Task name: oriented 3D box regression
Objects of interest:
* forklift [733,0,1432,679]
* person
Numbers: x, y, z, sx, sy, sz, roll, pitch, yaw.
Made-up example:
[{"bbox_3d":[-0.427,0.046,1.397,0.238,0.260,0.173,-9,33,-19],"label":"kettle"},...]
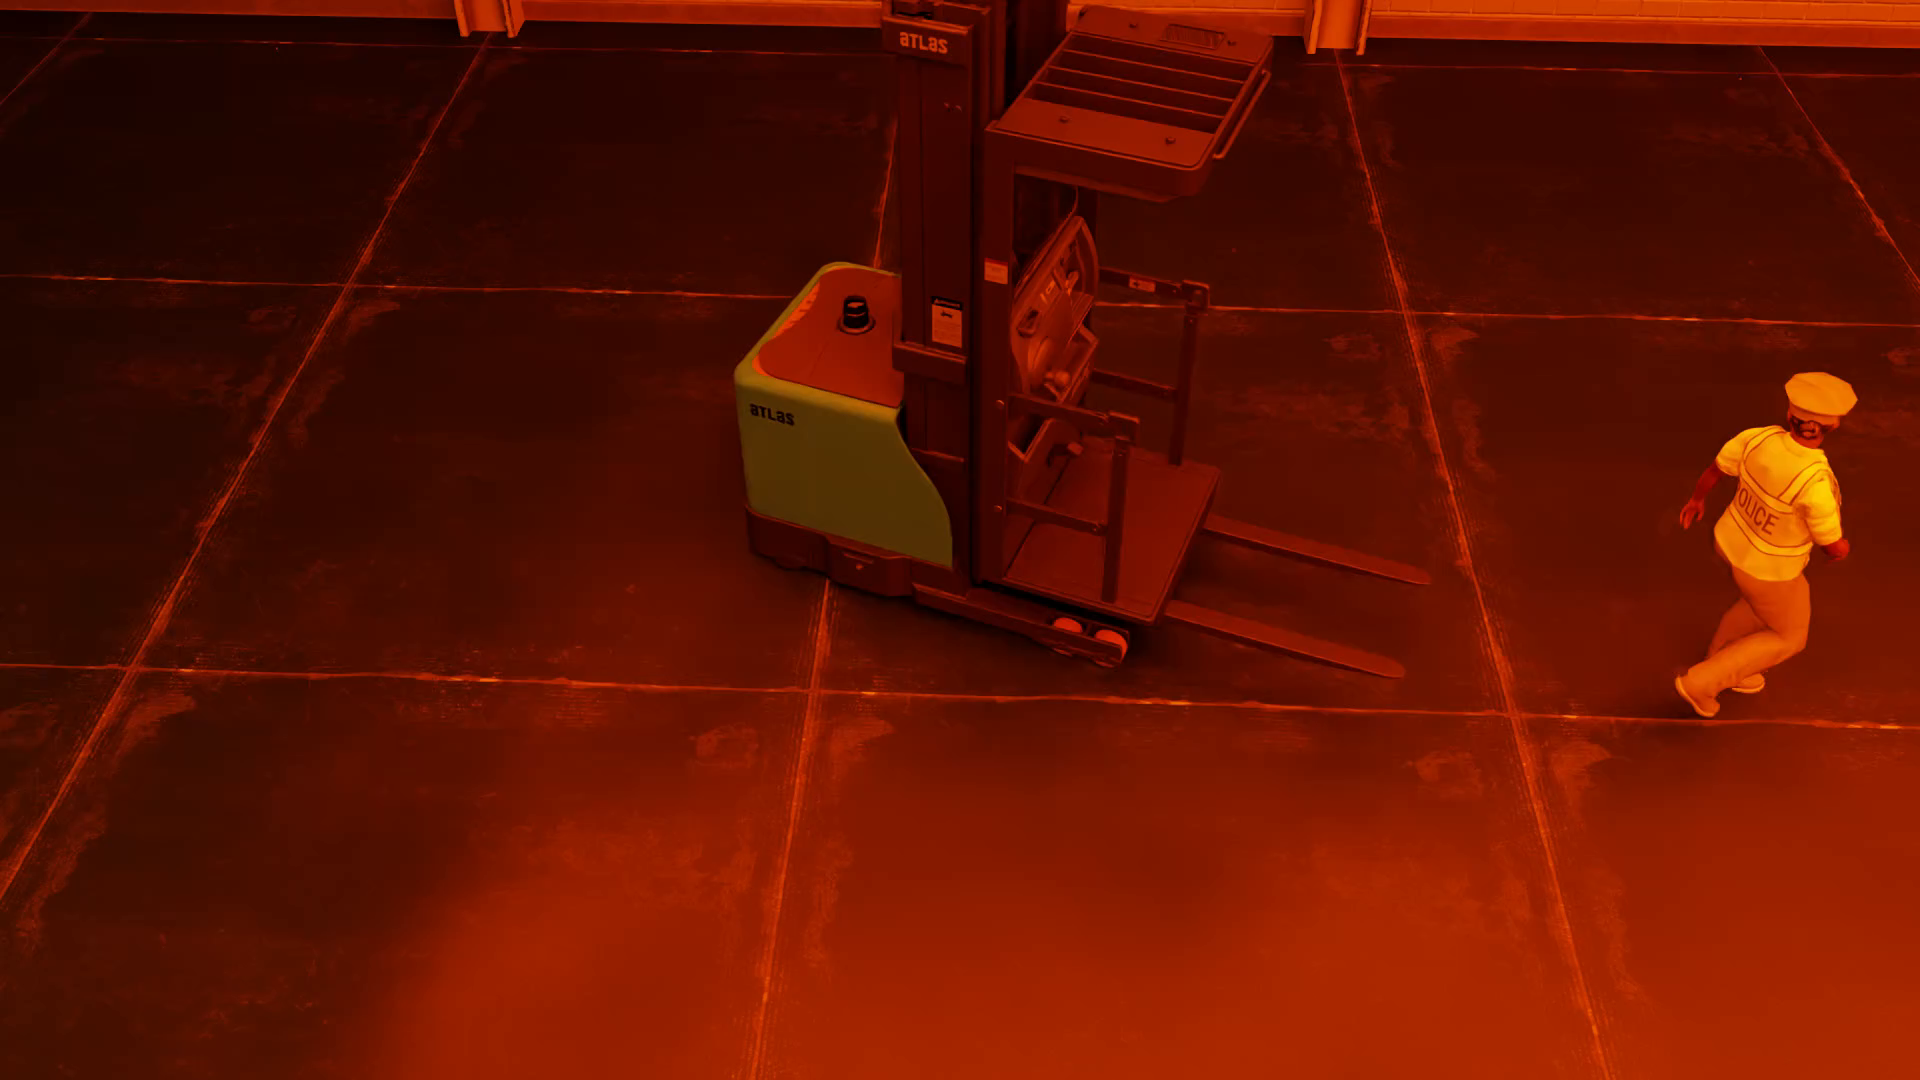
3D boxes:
[{"bbox_3d":[0.575,-0.934,6.766,3.031,2.935,1.130,15,45,16],"label":"forklift"},{"bbox_3d":[3.242,0.027,6.700,0.554,1.615,0.631,-4,43,-5],"label":"person"}]
